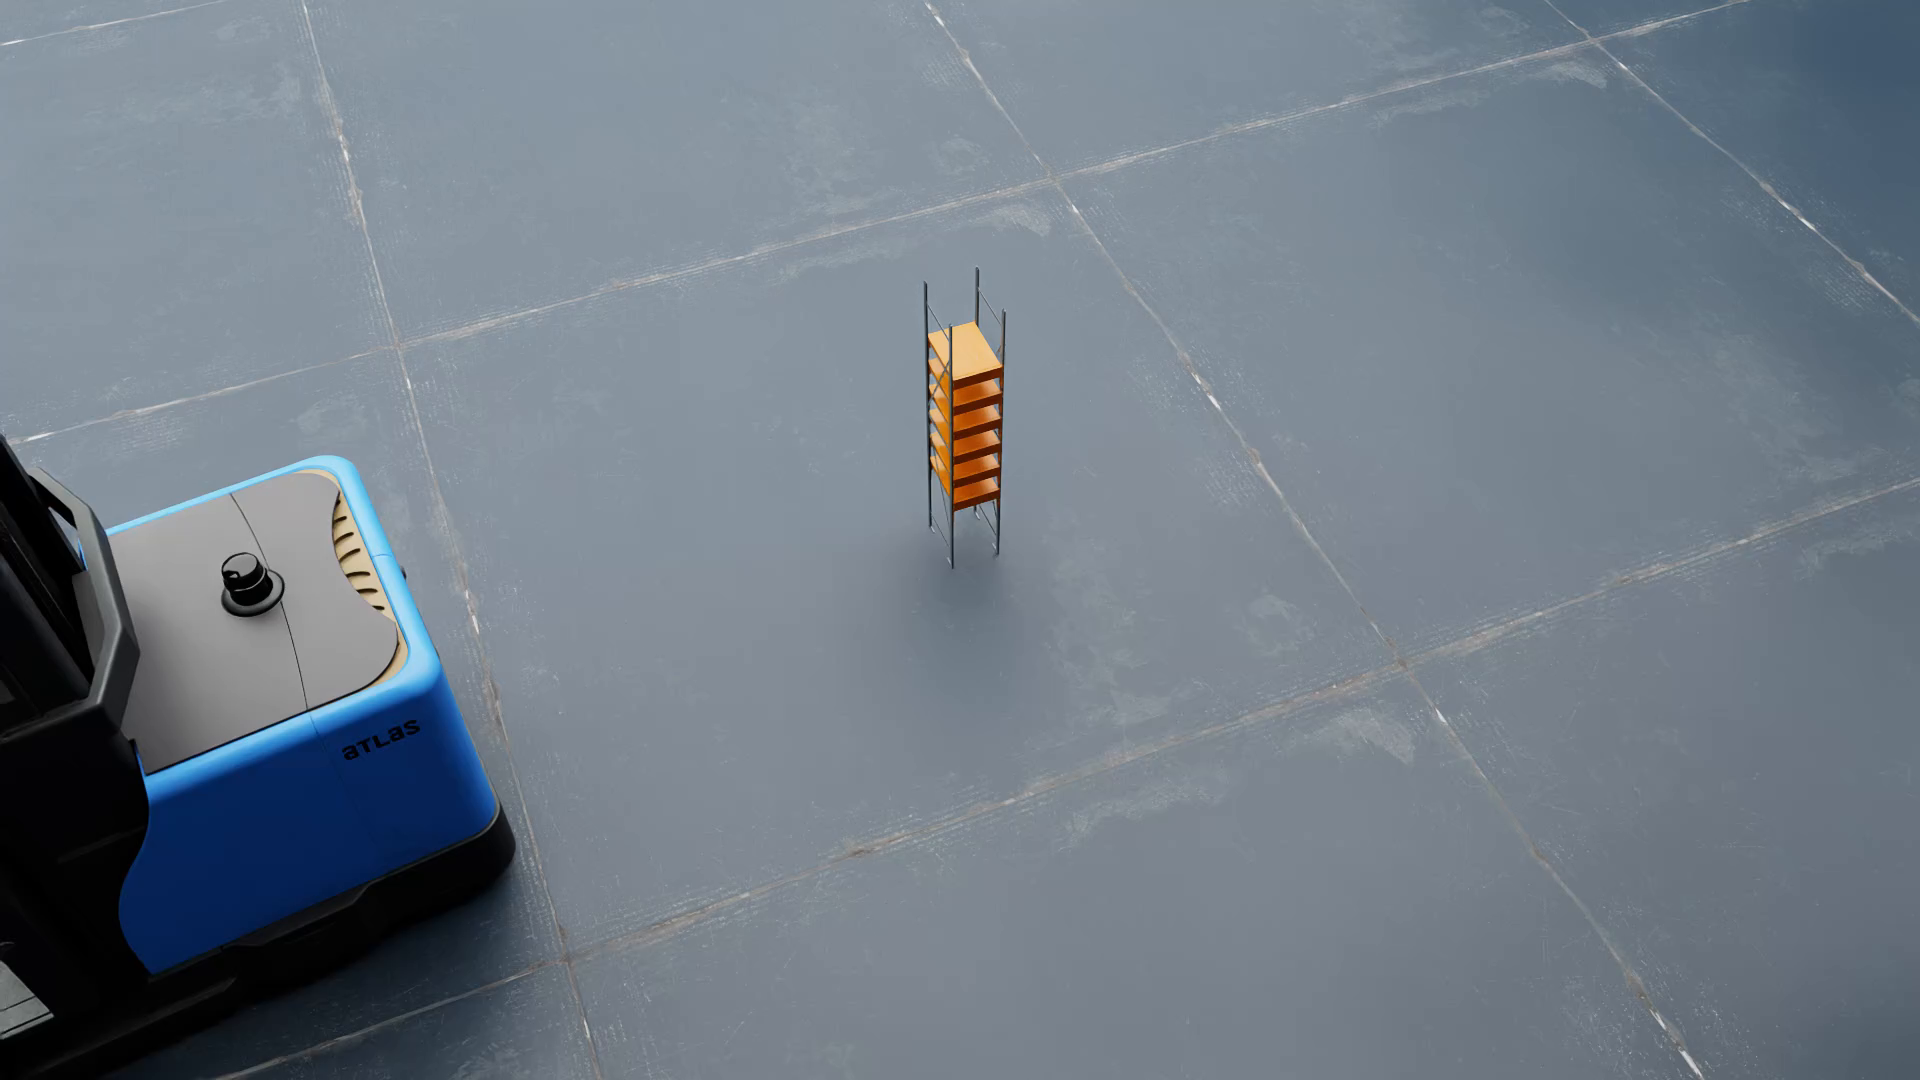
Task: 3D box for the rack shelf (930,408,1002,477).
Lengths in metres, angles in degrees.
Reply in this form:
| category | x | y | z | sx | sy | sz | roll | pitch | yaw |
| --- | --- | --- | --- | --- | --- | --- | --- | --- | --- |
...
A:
| category | x | y | z | sx | sy | sz | roll | pitch | yaw |
| --- | --- | --- | --- | --- | --- | --- | --- | --- | --- |
| rack shelf | 0.013 | -0.366 | 5.832 | 0.180 | 0.103 | 0.258 | -17 | 52 | -14 |

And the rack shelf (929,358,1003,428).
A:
| category | x | y | z | sx | sy | sz | roll | pitch | yaw |
| --- | --- | --- | --- | --- | --- | --- | --- | --- | --- |
| rack shelf | 0.013 | -0.522 | 5.650 | 0.180 | 0.103 | 0.258 | -17 | 52 | -14 |

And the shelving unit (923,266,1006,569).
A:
| category | x | y | z | sx | sy | sz | roll | pitch | yaw |
| --- | --- | --- | --- | --- | --- | --- | --- | --- | --- |
| shelving unit | 0.013 | -0.395 | 5.798 | 0.189 | 1.200 | 0.258 | -17 | 52 | -14 |

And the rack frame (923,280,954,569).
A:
| category | x | y | z | sx | sy | sz | roll | pitch | yaw |
| --- | --- | --- | --- | --- | --- | --- | --- | --- | --- |
| rack frame | -0.071 | -0.369 | 5.776 | 0.006 | 1.200 | 0.240 | -17 | 52 | -14 |

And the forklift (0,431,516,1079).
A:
| category | x | y | z | sx | sy | sz | roll | pitch | yaw |
| --- | --- | --- | --- | --- | --- | --- | --- | --- | --- |
| forklift | -2.960 | 0.323 | 4.041 | 3.031 | 2.935 | 1.130 | -23 | 53 | -18 |

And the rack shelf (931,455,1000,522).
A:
| category | x | y | z | sx | sy | sz | roll | pitch | yaw |
| --- | --- | --- | --- | --- | --- | --- | --- | --- | --- |
| rack shelf | 0.013 | -0.210 | 6.014 | 0.180 | 0.103 | 0.258 | -17 | 52 | -14 |

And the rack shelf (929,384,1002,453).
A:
| category | x | y | z | sx | sy | sz | roll | pitch | yaw |
| --- | --- | --- | --- | --- | --- | --- | --- | --- | --- |
| rack shelf | 0.013 | -0.444 | 5.741 | 0.180 | 0.103 | 0.258 | -17 | 52 | -14 |

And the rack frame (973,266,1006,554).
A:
| category | x | y | z | sx | sy | sz | roll | pitch | yaw |
| --- | --- | --- | --- | --- | --- | --- | --- | --- | --- |
| rack frame | 0.098 | -0.421 | 5.821 | 0.006 | 1.200 | 0.240 | -17 | 52 | -14 |

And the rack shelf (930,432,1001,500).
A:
| category | x | y | z | sx | sy | sz | roll | pitch | yaw |
| --- | --- | --- | --- | --- | --- | --- | --- | --- | --- |
| rack shelf | 0.013 | -0.288 | 5.923 | 0.180 | 0.103 | 0.258 | -17 | 52 | -14 |

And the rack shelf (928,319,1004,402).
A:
| category | x | y | z | sx | sy | sz | roll | pitch | yaw |
| --- | --- | --- | --- | --- | --- | --- | --- | --- | --- |
| rack shelf | 0.013 | -0.601 | 5.559 | 0.180 | 0.103 | 0.258 | -17 | 52 | -14 |
